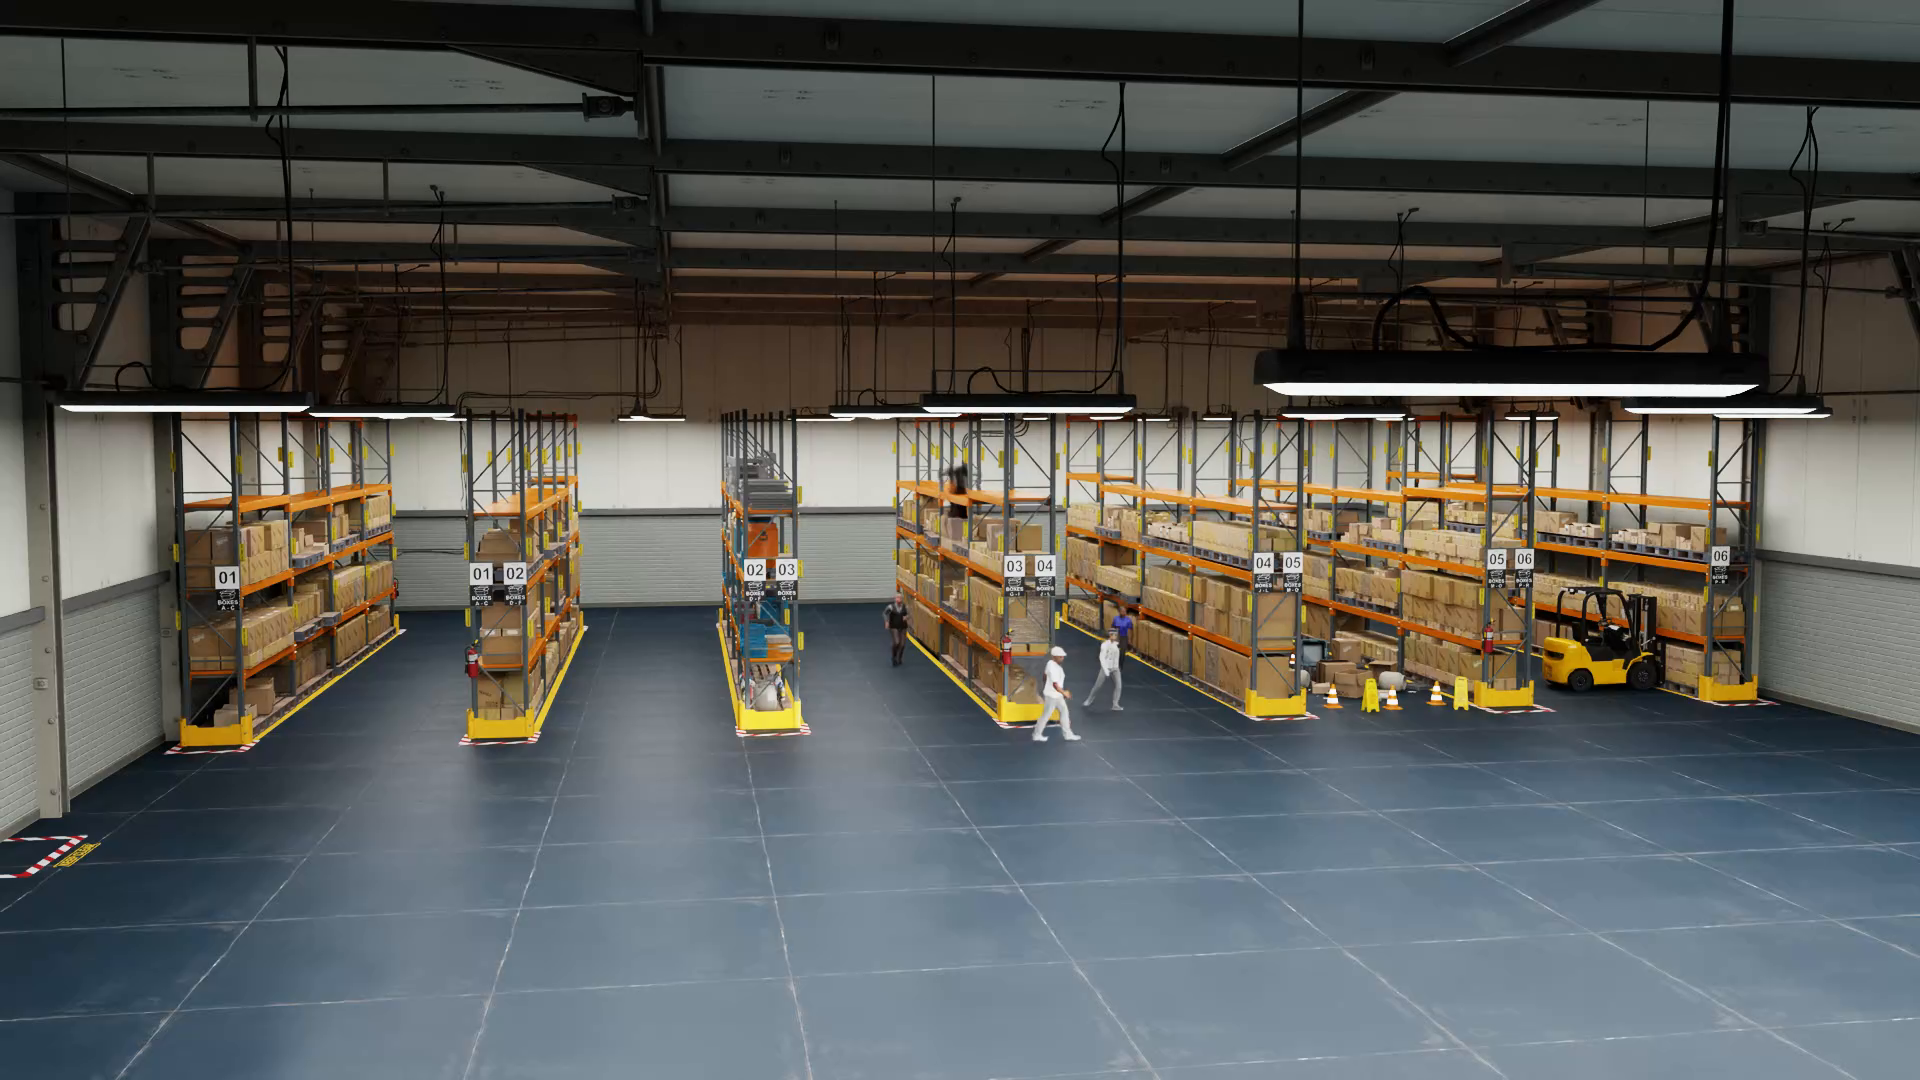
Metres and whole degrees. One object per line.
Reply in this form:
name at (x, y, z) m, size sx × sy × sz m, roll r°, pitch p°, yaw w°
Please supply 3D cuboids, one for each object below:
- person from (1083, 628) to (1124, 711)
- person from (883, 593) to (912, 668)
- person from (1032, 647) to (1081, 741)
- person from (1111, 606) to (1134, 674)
person at (2.895, 2.573, 33.306) m, size 0.651 × 1.626 × 0.794 m, roll -2°, pitch 4°, yaw -27°
person at (-1.455, 2.135, 39.222) m, size 0.639 × 1.745 × 0.724 m, roll -1°, pitch 4°, yaw -17°
person at (1.715, 2.749, 29.665) m, size 0.878 × 1.720 × 0.663 m, roll 0°, pitch 4°, yaw 6°
person at (3.666, 2.278, 37.782) m, size 0.573 × 1.608 × 0.704 m, roll 0°, pitch 4°, yaw 7°
